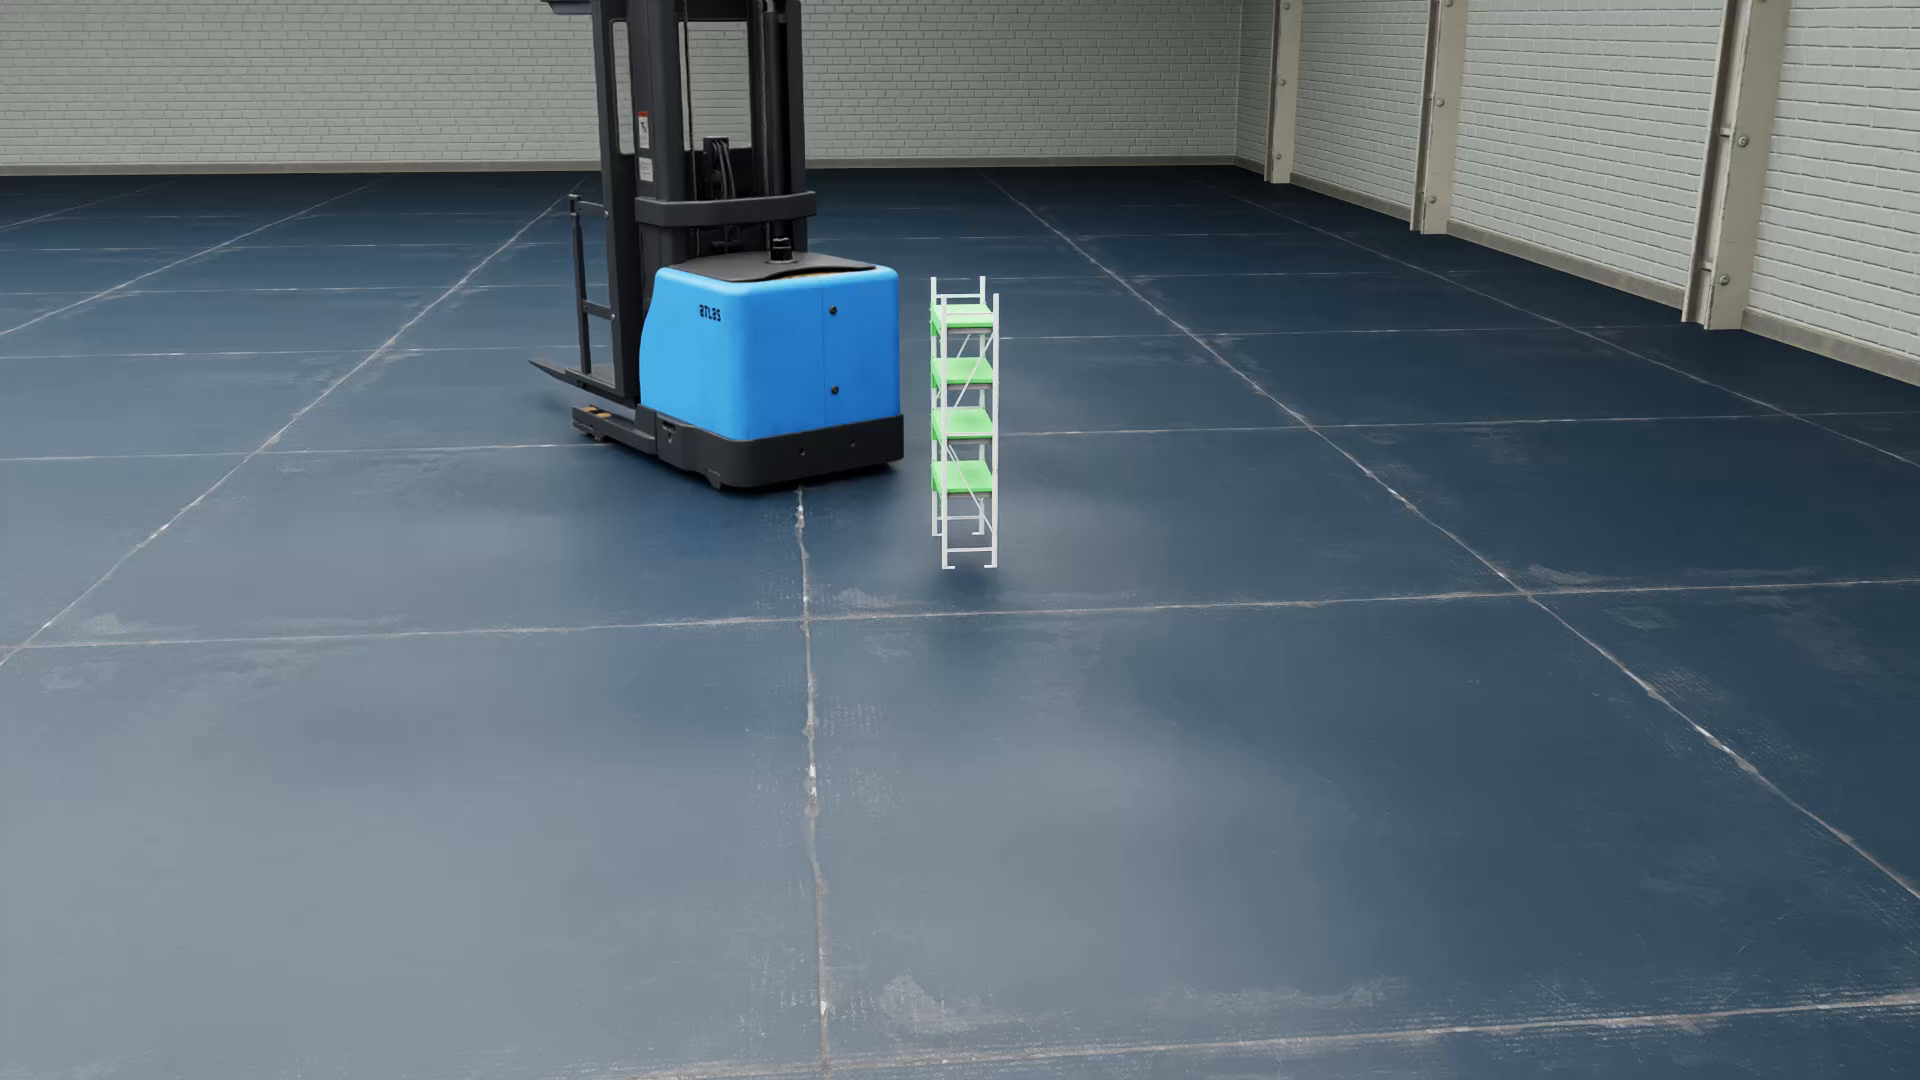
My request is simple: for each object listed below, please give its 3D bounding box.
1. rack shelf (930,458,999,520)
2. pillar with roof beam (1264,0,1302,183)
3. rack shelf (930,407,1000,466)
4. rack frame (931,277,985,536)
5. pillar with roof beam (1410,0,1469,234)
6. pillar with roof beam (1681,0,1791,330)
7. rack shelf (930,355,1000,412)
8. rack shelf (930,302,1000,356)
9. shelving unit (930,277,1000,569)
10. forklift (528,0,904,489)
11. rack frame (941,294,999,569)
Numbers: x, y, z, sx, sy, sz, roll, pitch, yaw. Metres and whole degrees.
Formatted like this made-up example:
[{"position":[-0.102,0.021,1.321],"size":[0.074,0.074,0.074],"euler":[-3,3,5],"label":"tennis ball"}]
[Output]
[{"position":[0.017,-0.233,7.431],"size":[0.258,0.148,0.480],"euler":[-2,18,-6],"label":"rack shelf"},{"position":[0.392,-9.426,22.678],"size":[9.100,9.000,0.400],"euler":[-2,18,-6],"label":"pillar with roof beam"},{"position":[0.017,-0.462,7.359],"size":[0.258,0.148,0.480],"euler":[-2,18,-6],"label":"rack shelf"},{"position":[-0.008,-0.596,7.572],"size":[0.240,1.200,0.015],"euler":[-2,18,-6],"label":"rack frame"},{"position":[1.011,-7.639,16.984],"size":[9.100,9.000,0.400],"euler":[-2,18,-6],"label":"pillar with roof beam"},{"position":[1.629,-5.851,11.290],"size":[9.100,9.000,0.400],"euler":[-2,18,-6],"label":"pillar with roof beam"},{"position":[0.017,-0.691,7.288],"size":[0.258,0.148,0.480],"euler":[-2,18,-6],"label":"rack shelf"},{"position":[0.017,-0.920,7.216],"size":[0.258,0.148,0.480],"euler":[-2,18,-6],"label":"rack shelf"},{"position":[0.017,-0.523,7.340],"size":[0.258,1.200,0.503],"euler":[-2,18,-6],"label":"shelving unit"},{"position":[-1.581,-2.034,9.263],"size":[1.130,2.935,3.031],"euler":[-13,21,-35],"label":"forklift"},{"position":[0.042,-0.450,7.109],"size":[0.240,1.200,0.015],"euler":[-2,18,-6],"label":"rack frame"}]
